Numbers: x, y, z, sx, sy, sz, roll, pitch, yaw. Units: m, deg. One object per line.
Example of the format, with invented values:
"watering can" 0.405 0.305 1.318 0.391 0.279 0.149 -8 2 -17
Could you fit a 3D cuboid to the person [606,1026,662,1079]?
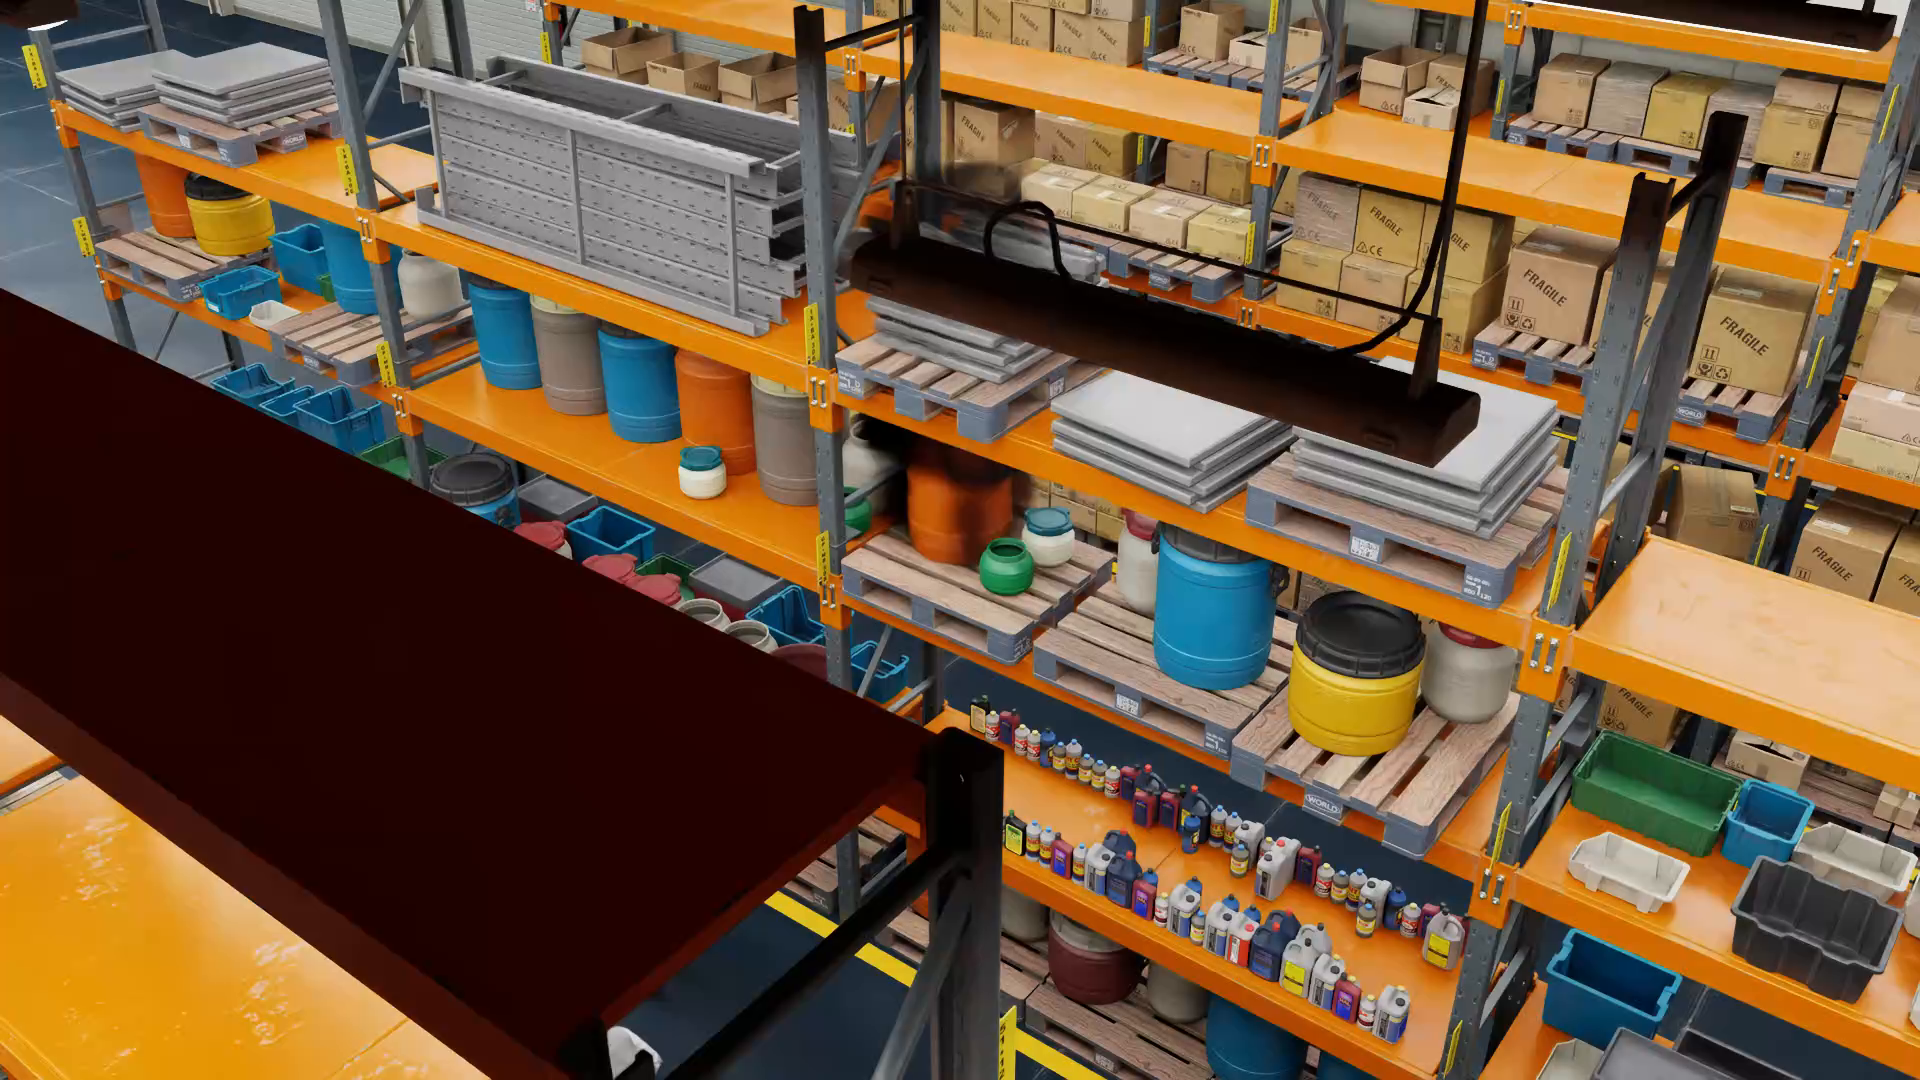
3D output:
"person" -1.643 3.136 8.715 0.855 1.555 0.546 14 34 21
